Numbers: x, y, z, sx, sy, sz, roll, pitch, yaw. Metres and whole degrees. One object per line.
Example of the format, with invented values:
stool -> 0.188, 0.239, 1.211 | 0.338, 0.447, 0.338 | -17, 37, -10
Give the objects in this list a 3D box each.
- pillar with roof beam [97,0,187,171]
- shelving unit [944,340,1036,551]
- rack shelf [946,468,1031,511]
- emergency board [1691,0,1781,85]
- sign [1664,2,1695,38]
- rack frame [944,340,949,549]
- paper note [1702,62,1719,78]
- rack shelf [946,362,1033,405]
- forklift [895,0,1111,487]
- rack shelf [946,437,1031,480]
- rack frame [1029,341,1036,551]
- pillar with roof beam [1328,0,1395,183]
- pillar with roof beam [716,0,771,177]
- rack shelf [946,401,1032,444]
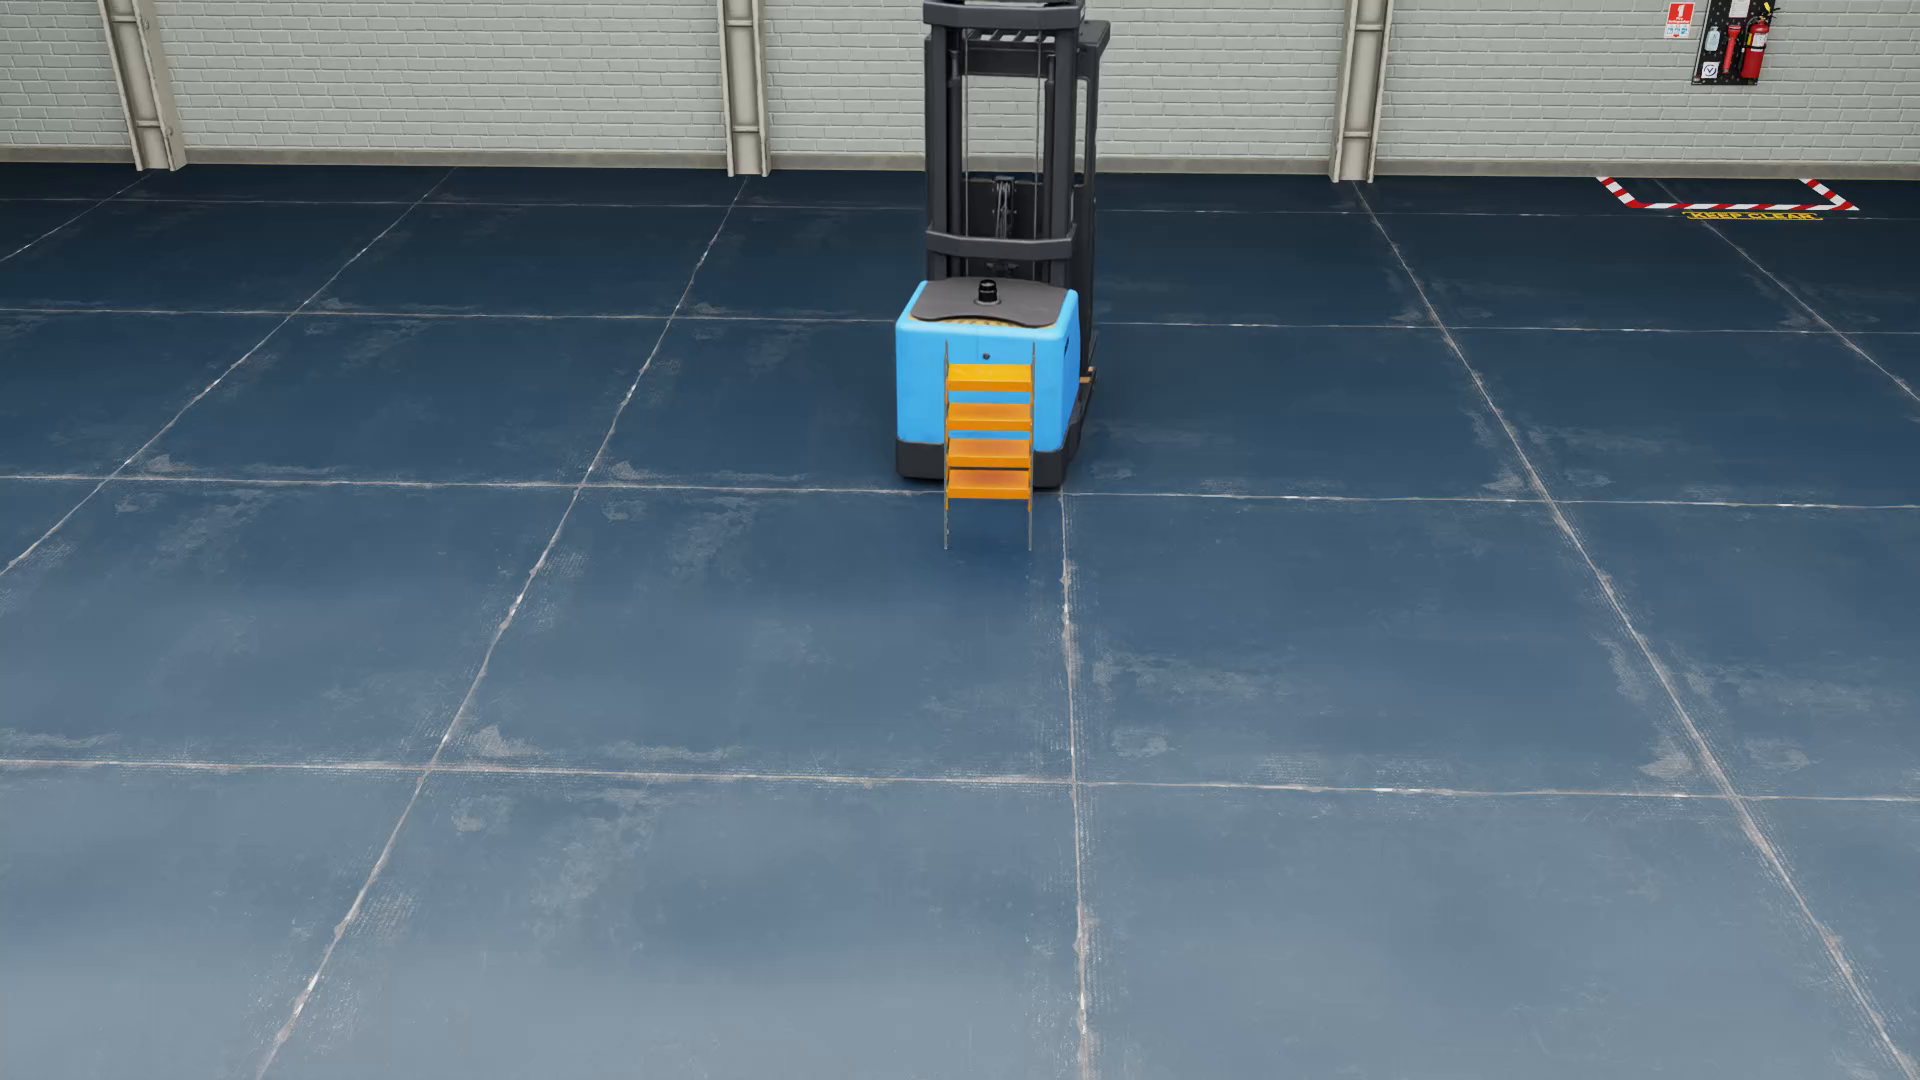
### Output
pillar with roof beam -> -8.262, -5.760, 11.008 | 0.400, 9.000, 9.100 | 1, 28, 2
shelving unit -> 0.165, -0.527, 9.464 | 0.503, 1.200, 0.258 | 1, 28, 2
rack shelf -> 0.165, -0.293, 9.588 | 0.480, 0.148, 0.258 | 1, 28, 2
emergency board -> 7.410, -4.886, 15.764 | 0.643, 1.169, 0.194 | 1, 28, 2
sign -> 6.861, -4.959, 15.864 | 0.234, 0.329, 0.001 | 1, 28, 2
rack frame -> -0.078, -0.531, 9.471 | 0.015, 1.200, 0.240 | 1, 28, 2
paper note -> 7.236, -4.532, 16.037 | 0.142, 0.148, 0.016 | 1, 28, 2
rack shelf -> 0.165, -0.875, 9.280 | 0.480, 0.148, 0.258 | 1, 28, 2
forklift -> 0.363, -2.286, 10.933 | 1.130, 2.935, 3.031 | 5, 28, 9
rack shelf -> 0.165, -0.468, 9.495 | 0.480, 0.148, 0.258 | 1, 28, 2
rack frame -> 0.409, -0.523, 9.456 | 0.015, 1.200, 0.240 | 1, 28, 2
pillar with roof beam -> 3.730, -5.562, 10.634 | 0.400, 9.000, 9.100 | 1, 28, 2
pillar with roof beam -> -2.266, -5.661, 10.821 | 0.400, 9.000, 9.100 | 1, 28, 2
rack shelf -> 0.165, -0.666, 9.391 | 0.480, 0.148, 0.258 | 1, 28, 2
